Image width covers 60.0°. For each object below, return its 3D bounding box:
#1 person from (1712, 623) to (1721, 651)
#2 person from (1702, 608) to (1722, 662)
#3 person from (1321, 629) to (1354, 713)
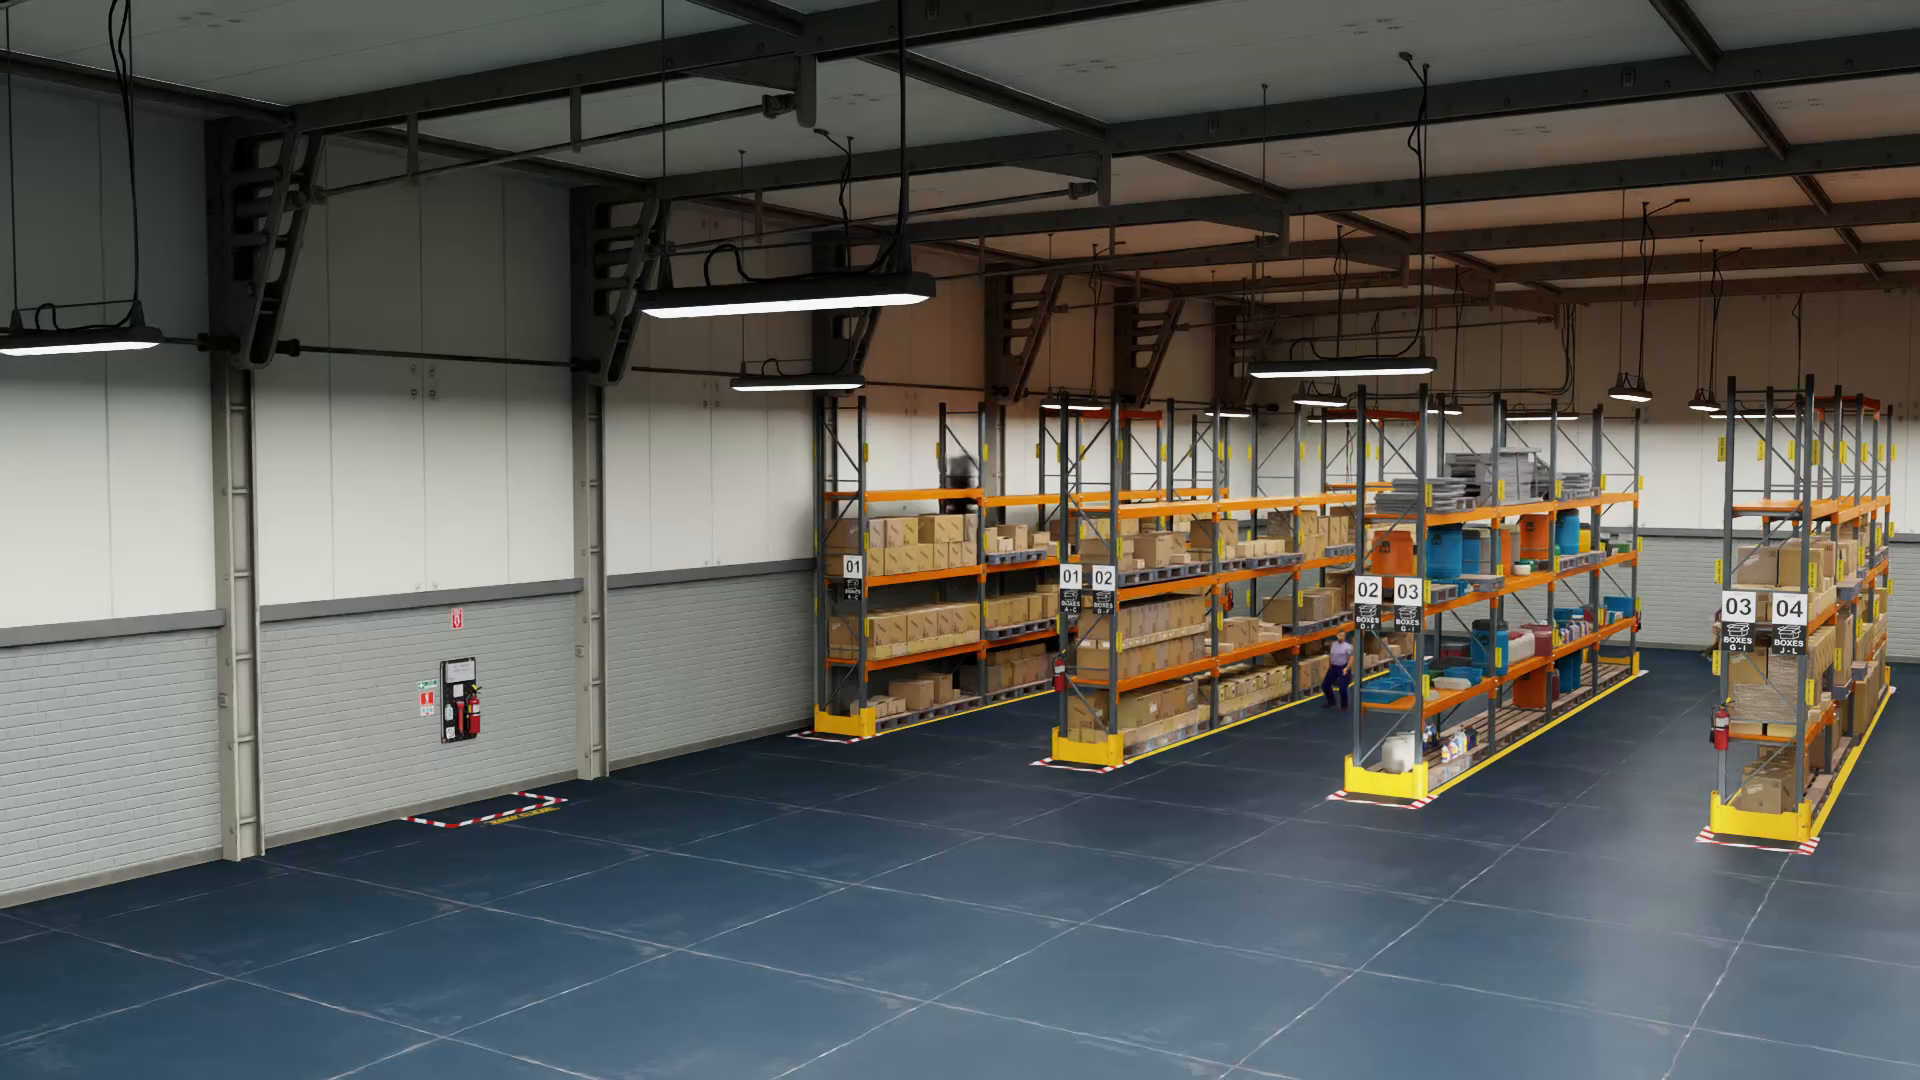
[{"bbox_3d":[16.373,2.391,35.523,0.603,1.580,0.945,1,3,24],"label":"person"},{"bbox_3d":[18.027,2.155,39.188,0.699,1.610,1.137,-1,3,-23],"label":"person"},{"bbox_3d":[7.237,2.516,31.996,0.741,1.622,0.570,3,4,41],"label":"person"}]
